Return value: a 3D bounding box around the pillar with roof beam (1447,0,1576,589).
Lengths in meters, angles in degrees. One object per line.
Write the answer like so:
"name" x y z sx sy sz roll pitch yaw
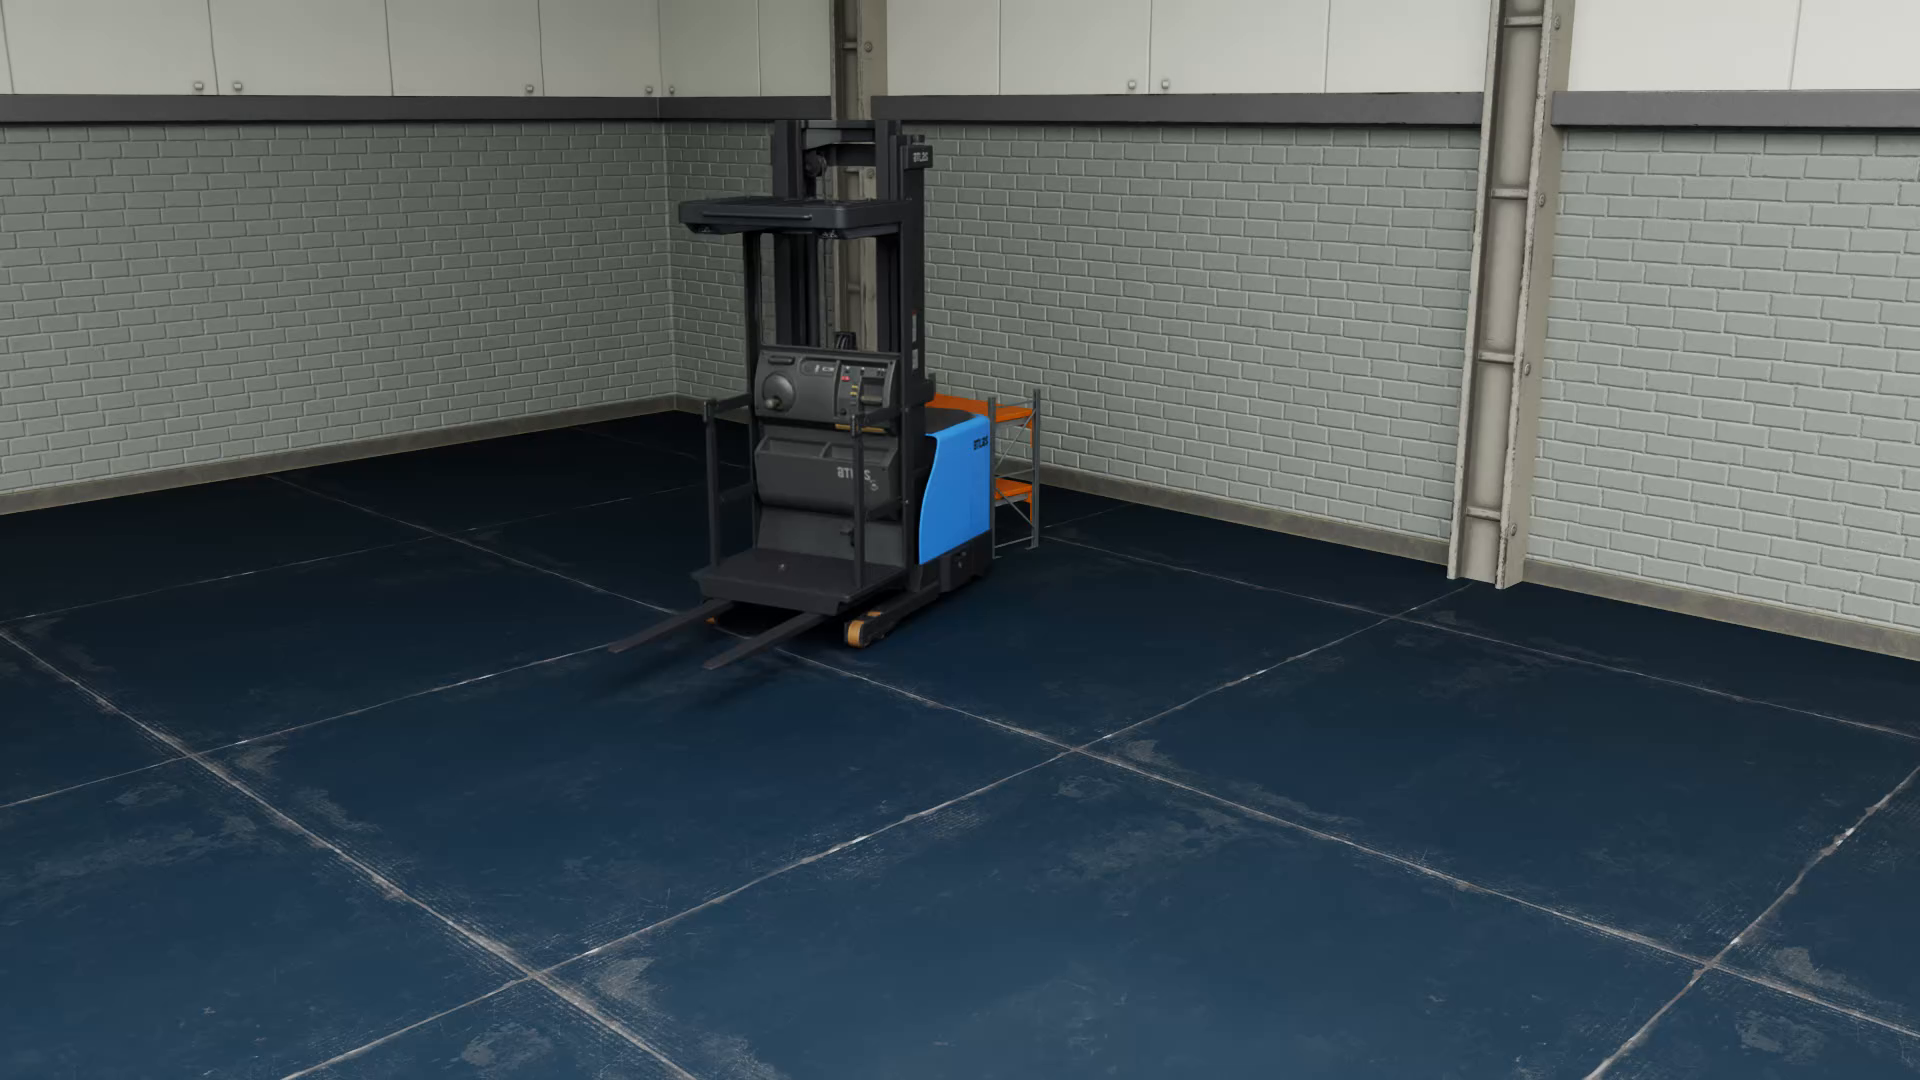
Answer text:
"pillar with roof beam" 0.471 -3.318 6.818 0.400 9.000 9.100 14 20 42

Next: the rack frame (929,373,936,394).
"rack frame" -0.361 -0.632 12.127 0.032 1.125 0.500 14 20 42

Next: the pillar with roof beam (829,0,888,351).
"pillar with roof beam" -3.848 -4.368 10.848 0.400 9.000 9.100 14 20 42

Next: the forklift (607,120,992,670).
"forklift" -0.896 -0.922 9.656 1.130 2.935 3.031 7 16 26

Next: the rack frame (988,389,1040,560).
"rack frame" 0.371 -0.454 11.444 0.032 1.125 0.500 14 20 42

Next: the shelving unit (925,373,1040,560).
"shelving unit" 0.005 -0.543 11.786 1.048 1.125 0.538 14 20 42

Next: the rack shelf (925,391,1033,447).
"rack shelf" 0.005 -0.826 11.712 1.000 0.278 0.538 14 20 42

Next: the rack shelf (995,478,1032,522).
"rack shelf" 0.005 -0.307 11.847 1.000 0.278 0.538 14 20 42
